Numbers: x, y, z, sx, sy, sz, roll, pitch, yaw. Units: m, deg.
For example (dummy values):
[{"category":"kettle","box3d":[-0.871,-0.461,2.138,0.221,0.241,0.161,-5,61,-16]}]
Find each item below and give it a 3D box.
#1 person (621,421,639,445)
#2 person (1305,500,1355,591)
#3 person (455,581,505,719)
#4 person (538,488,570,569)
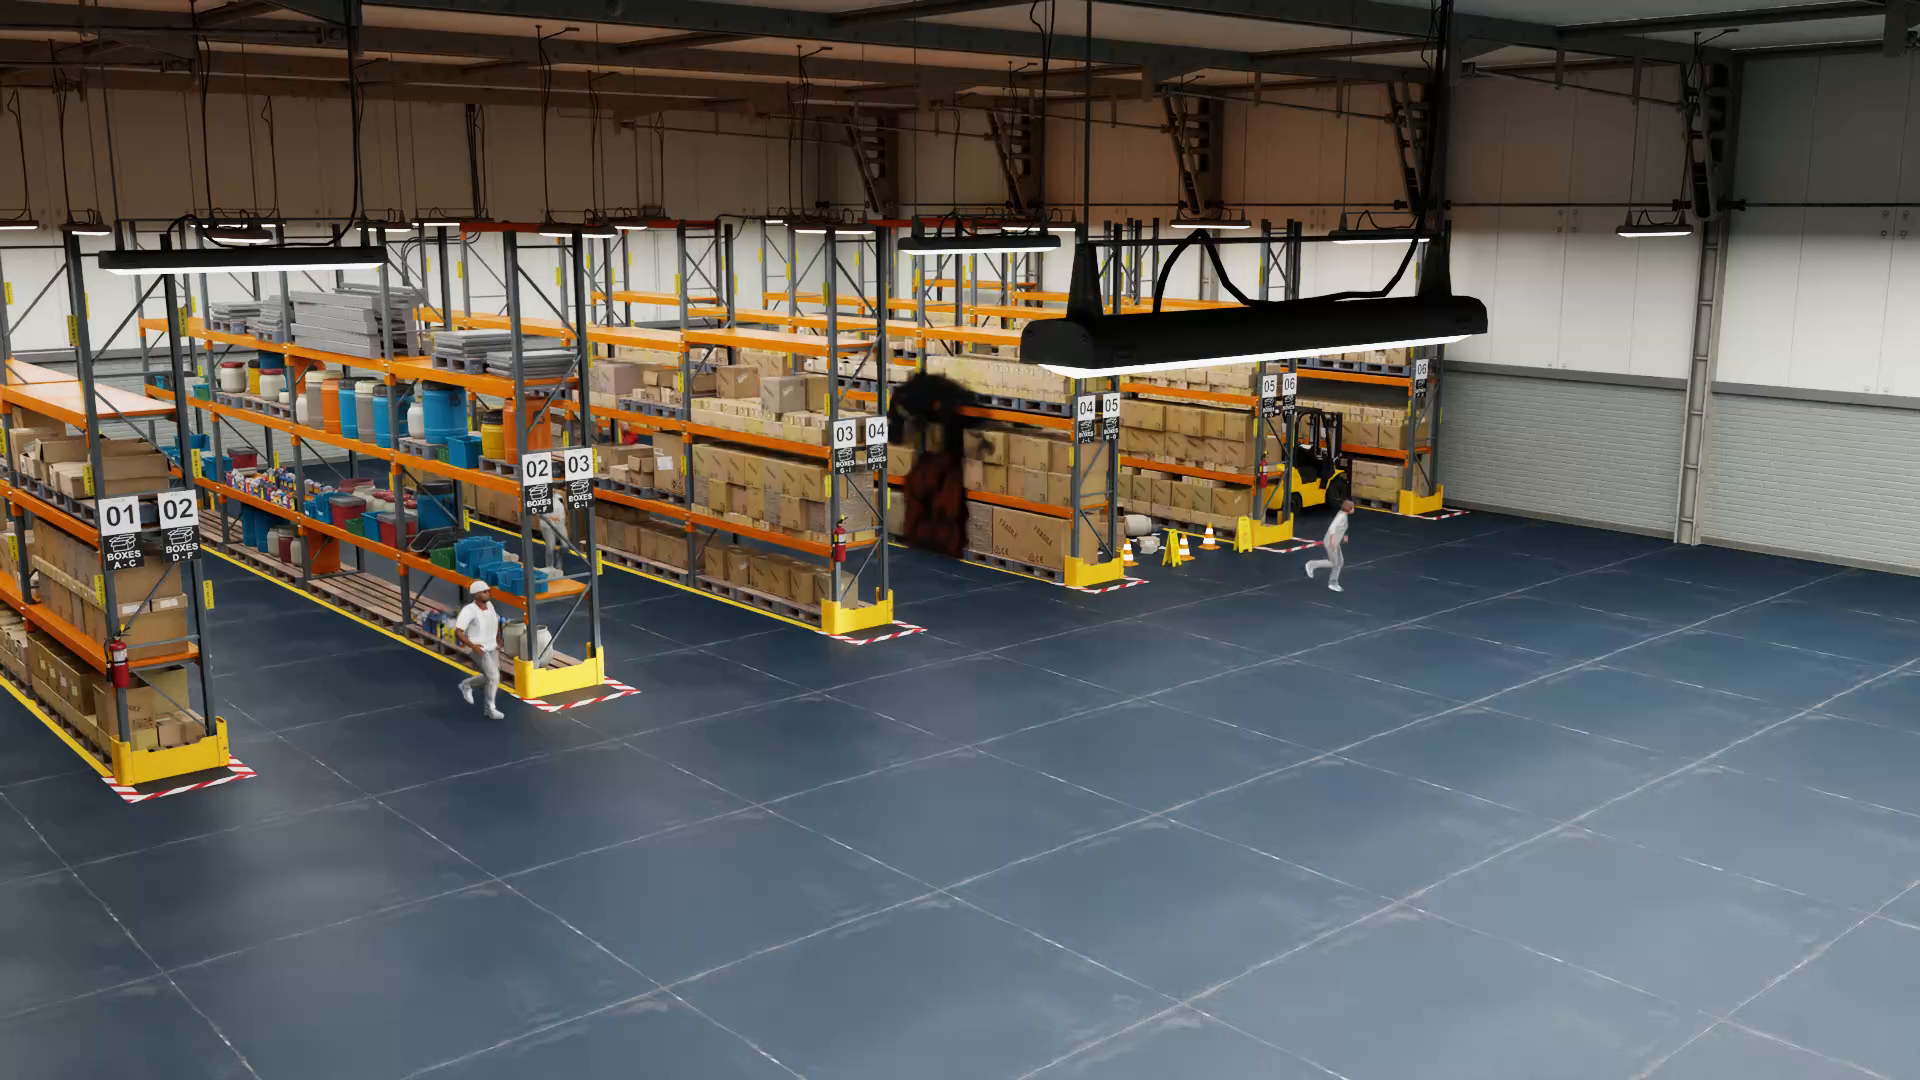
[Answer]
[{"category":"person","box3d":[-7.279,-1.751,36.314,0.653,1.700,0.645,-8,14,-36]},{"category":"person","box3d":[6.153,0.086,27.695,0.769,1.542,0.536,2,12,9]},{"category":"person","box3d":[-6.039,1.355,20.839,0.714,1.737,0.731,4,12,17]},{"category":"person","box3d":[-7.020,-0.225,28.846,0.592,1.629,0.577,-9,15,-38]}]
